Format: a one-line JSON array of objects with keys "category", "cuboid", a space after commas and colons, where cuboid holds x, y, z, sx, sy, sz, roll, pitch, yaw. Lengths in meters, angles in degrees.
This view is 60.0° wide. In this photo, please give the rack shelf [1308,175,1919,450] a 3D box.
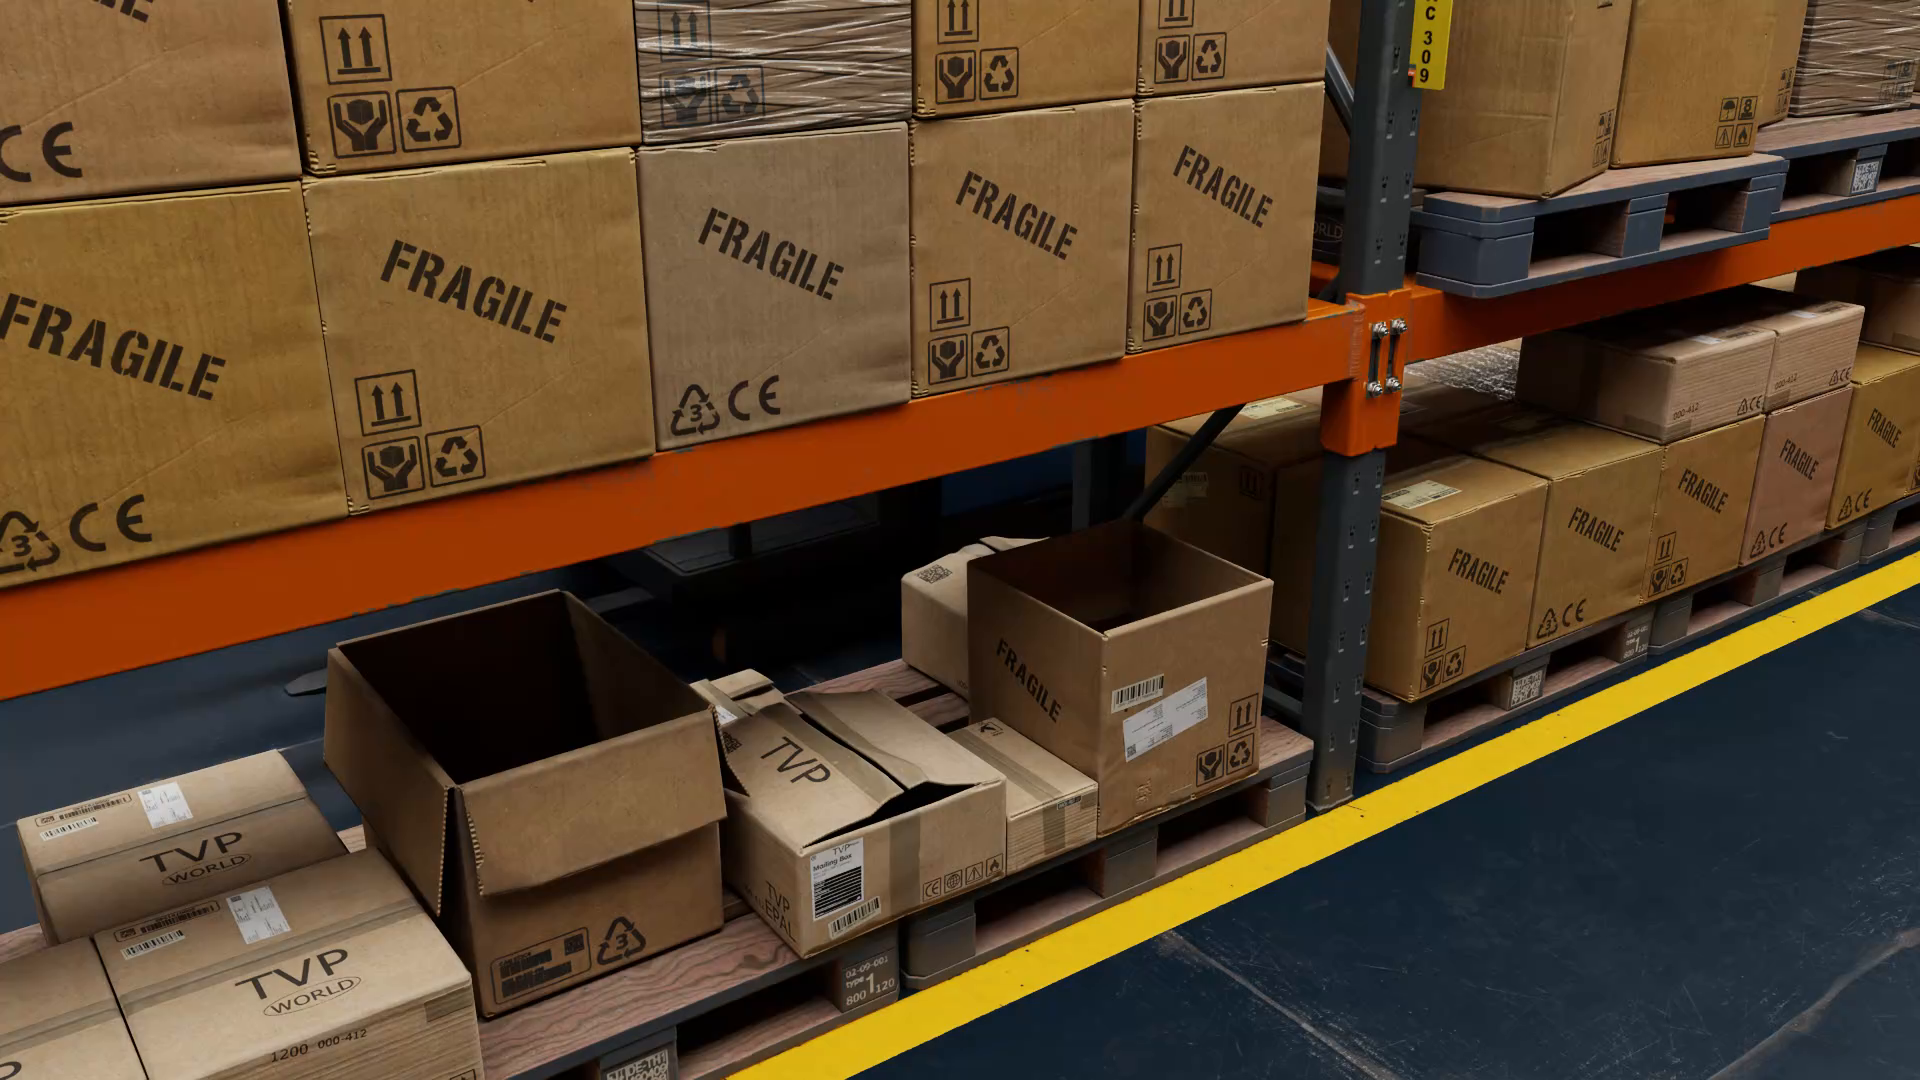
[{"category": "rack shelf", "cuboid": [2.280, -0.965, 5.237, 4.000, 0.370, 1.077, -15, 26, -33]}]

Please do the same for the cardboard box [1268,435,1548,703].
[{"category": "cardboard box", "cuboid": [1.192, 0.059, 4.479, 0.500, 0.500, 0.500, -16, 27, -35]}]

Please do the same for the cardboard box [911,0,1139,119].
[{"category": "cardboard box", "cuboid": [-0.017, -1.078, 3.066, 0.500, 0.500, 0.500, -16, 27, -34]}]

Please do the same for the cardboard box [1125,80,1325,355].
[{"category": "cardboard box", "cuboid": [0.401, -0.727, 3.536, 0.500, 0.500, 0.500, -14, 26, -32]}]

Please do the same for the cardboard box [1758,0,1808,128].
[{"category": "cardboard box", "cuboid": [2.055, -1.508, 4.927, 0.700, 0.500, 0.500, 17, 27, 36]}]

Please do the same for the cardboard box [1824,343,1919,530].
[{"category": "cardboard box", "cuboid": [2.862, -0.390, 5.606, 0.500, 0.500, 0.500, -16, 27, -35]}]

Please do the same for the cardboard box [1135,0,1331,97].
[{"category": "cardboard box", "cuboid": [0.398, -1.189, 3.346, 0.500, 0.500, 0.500, -15, 26, -33]}]

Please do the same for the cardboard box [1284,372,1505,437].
[{"category": "cardboard box", "cuboid": [1.296, -0.207, 5.146, 0.500, 0.500, 0.500, -15, 26, -33]}]

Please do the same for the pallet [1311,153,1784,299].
[{"category": "pallet", "cuboid": [1.369, -0.917, 4.406, 1.213, 0.211, 1.003, -15, 26, -33]}]

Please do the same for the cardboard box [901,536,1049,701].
[{"category": "cardboard box", "cuboid": [0.190, 0.204, 4.371, 0.500, 0.311, 0.500, -15, 26, -33]}]

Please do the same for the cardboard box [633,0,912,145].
[{"category": "cardboard box", "cuboid": [-0.426, -0.969, 2.793, 0.500, 0.500, 0.500, -15, 26, -32]}]

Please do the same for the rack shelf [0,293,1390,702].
[{"category": "rack shelf", "cuboid": [-0.966, -0.099, 3.067, 4.000, 0.370, 1.077, -15, 26, -33]}]

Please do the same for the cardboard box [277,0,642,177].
[{"category": "cardboard box", "cuboid": [-0.835, -0.860, 2.520, 0.500, 0.500, 0.500, -15, 26, -33]}]

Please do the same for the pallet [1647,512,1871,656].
[{"category": "pallet", "cuboid": [2.286, -0.024, 5.671, 1.213, 0.211, 1.003, -15, 26, -33]}]

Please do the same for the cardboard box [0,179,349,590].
[{"category": "cardboard box", "cuboid": [-1.251, -0.284, 2.427, 0.500, 0.500, 0.500, -15, 26, -33]}]

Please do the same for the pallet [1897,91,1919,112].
[{"category": "pallet", "cuboid": [3.395, -1.475, 5.804, 1.003, 0.211, 1.213, -15, 26, -33]}]

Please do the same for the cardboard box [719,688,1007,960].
[{"category": "cardboard box", "cuboid": [-0.249, 0.550, 3.506, 0.500, 0.311, 0.500, -15, 26, -33]}]

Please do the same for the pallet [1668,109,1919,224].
[{"category": "pallet", "cuboid": [2.328, -1.220, 5.166, 1.213, 0.211, 1.003, -15, 26, -33]}]

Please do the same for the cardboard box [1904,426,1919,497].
[{"category": "cardboard box", "cuboid": [3.282, -0.502, 5.886, 0.500, 0.500, 0.500, -14, 26, -31]}]

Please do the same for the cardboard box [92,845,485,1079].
[{"category": "cardboard box", "cuboid": [-1.171, 0.824, 2.901, 0.500, 0.250, 0.500, -15, 26, -33]}]

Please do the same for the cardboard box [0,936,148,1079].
[{"category": "cardboard box", "cuboid": [-1.577, 0.932, 2.630, 0.500, 0.250, 0.500, -15, 26, -33]}]

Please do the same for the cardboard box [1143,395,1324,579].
[{"category": "cardboard box", "cuboid": [0.890, -0.102, 4.884, 0.500, 0.500, 0.500, -15, 26, -33]}]

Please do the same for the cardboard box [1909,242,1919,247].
[{"category": "cardboard box", "cuboid": [4.185, -1.098, 6.986, 0.500, 0.311, 0.500, -14, 26, -31]}]

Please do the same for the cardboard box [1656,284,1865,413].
[{"category": "cardboard box", "cuboid": [2.411, -0.614, 5.155, 0.500, 0.250, 0.500, -16, 26, -34]}]

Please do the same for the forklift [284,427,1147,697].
[{"category": "forklift", "cuboid": [-0.724, -1.191, 4.926, 3.031, 2.935, 1.130, -16, 27, -34]}]

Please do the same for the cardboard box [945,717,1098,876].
[{"category": "cardboard box", "cuboid": [0.091, 0.562, 3.694, 0.250, 0.149, 0.380, -15, 26, -33]}]

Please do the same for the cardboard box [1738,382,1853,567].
[{"category": "cardboard box", "cuboid": [2.439, -0.275, 5.316, 0.500, 0.500, 0.500, -16, 27, -35]}]

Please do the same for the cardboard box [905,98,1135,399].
[{"category": "cardboard box", "cuboid": [-0.017, -0.615, 3.255, 0.500, 0.500, 0.500, -14, 26, -31]}]

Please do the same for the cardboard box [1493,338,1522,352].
[{"category": "cardboard box", "cuboid": [2.115, -0.426, 5.696, 0.500, 0.500, 0.500, -16, 27, -35]}]

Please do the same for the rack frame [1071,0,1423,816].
[{"category": "rack frame", "cuboid": [0.657, -0.866, 4.019, 0.127, 3.000, 1.000, -15, 26, -33]}]

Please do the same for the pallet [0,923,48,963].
[{"category": "pallet", "cuboid": [-1.882, 1.106, 2.841, 1.213, 0.211, 1.003, -15, 26, -33]}]

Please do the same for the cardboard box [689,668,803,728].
[{"category": "cardboard box", "cuboid": [-0.506, 0.462, 3.921, 0.250, 0.166, 0.380, -15, 26, -33]}]

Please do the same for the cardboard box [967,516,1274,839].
[{"category": "cardboard box", "cuboid": [0.360, 0.299, 3.878, 0.500, 0.500, 0.500, -15, 26, -33]}]

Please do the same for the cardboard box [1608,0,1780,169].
[{"category": "cardboard box", "cuboid": [1.693, -1.311, 4.432, 0.500, 0.500, 0.700, -10, 24, -25]}]

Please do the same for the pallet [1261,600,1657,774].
[{"category": "pallet", "cuboid": [1.295, 0.242, 5.006, 1.213, 0.211, 1.003, -15, 26, -33]}]

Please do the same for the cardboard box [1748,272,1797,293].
[{"category": "cardboard box", "cuboid": [3.368, -0.762, 6.539, 0.500, 0.500, 0.500, -14, 26, -31]}]

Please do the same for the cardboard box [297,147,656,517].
[{"category": "cardboard box", "cuboid": [-0.844, -0.392, 2.696, 0.500, 0.500, 0.500, -15, 26, -32]}]

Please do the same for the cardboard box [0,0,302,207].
[{"category": "cardboard box", "cuboid": [-1.247, -0.750, 2.244, 0.500, 0.500, 0.500, -15, 26, -32]}]

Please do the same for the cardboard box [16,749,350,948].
[{"category": "cardboard box", "cuboid": [-1.504, 0.684, 3.251, 0.500, 0.250, 0.500, -15, 26, -33]}]

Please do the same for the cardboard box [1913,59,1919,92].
[{"category": "cardboard box", "cuboid": [3.459, -1.803, 5.666, 0.700, 0.500, 0.500, 14, 26, 32]}]

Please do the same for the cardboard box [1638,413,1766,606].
[{"category": "cardboard box", "cuboid": [2.028, -0.165, 5.043, 0.500, 0.500, 0.500, -15, 26, -32]}]

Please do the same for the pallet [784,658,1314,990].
[{"category": "pallet", "cuboid": [0.099, 0.578, 4.164, 1.213, 0.211, 1.003, -15, 26, -33]}]

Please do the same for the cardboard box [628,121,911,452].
[{"category": "cardboard box", "cuboid": [-0.432, -0.503, 2.975, 0.500, 0.500, 0.500, -14, 26, -32]}]

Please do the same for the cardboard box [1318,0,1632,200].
[{"category": "cardboard box", "cuboid": [1.172, -1.143, 4.011, 0.700, 0.500, 0.500, 14, 26, 32]}]

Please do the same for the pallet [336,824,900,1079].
[{"category": "pallet", "cuboid": [-0.892, 0.843, 3.498, 1.213, 0.211, 1.003, -15, 26, -33]}]

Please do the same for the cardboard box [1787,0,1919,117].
[{"category": "cardboard box", "cuboid": [2.605, -1.662, 5.314, 0.500, 0.500, 0.700, -10, 24, -23]}]

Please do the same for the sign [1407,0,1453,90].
[{"category": "sign", "cuboid": [0.980, -1.106, 3.454, 0.005, 0.325, 0.100, -15, 26, -33]}]

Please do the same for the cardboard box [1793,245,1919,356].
[{"category": "cardboard box", "cuboid": [3.239, -0.837, 5.713, 0.500, 0.250, 0.500, -14, 26, -31]}]

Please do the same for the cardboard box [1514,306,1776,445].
[{"category": "cardboard box", "cuboid": [2.004, -0.505, 4.883, 0.500, 0.250, 0.500, -15, 26, -33]}]

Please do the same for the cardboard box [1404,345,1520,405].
[{"category": "cardboard box", "cuboid": [1.704, -0.315, 5.418, 0.500, 0.500, 0.500, -15, 26, -32]}]

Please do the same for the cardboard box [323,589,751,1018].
[{"category": "cardboard box", "cuboid": [-0.865, 0.497, 3.377, 0.637, 0.503, 0.797, -15, 26, -33]}]

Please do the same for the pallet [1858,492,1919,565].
[{"category": "pallet", "cuboid": [3.276, -0.286, 6.329, 1.213, 0.211, 1.003, -15, 26, -33]}]

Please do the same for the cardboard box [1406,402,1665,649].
[{"category": "cardboard box", "cuboid": [1.618, -0.059, 4.777, 0.500, 0.500, 0.500, -14, 26, -32]}]
